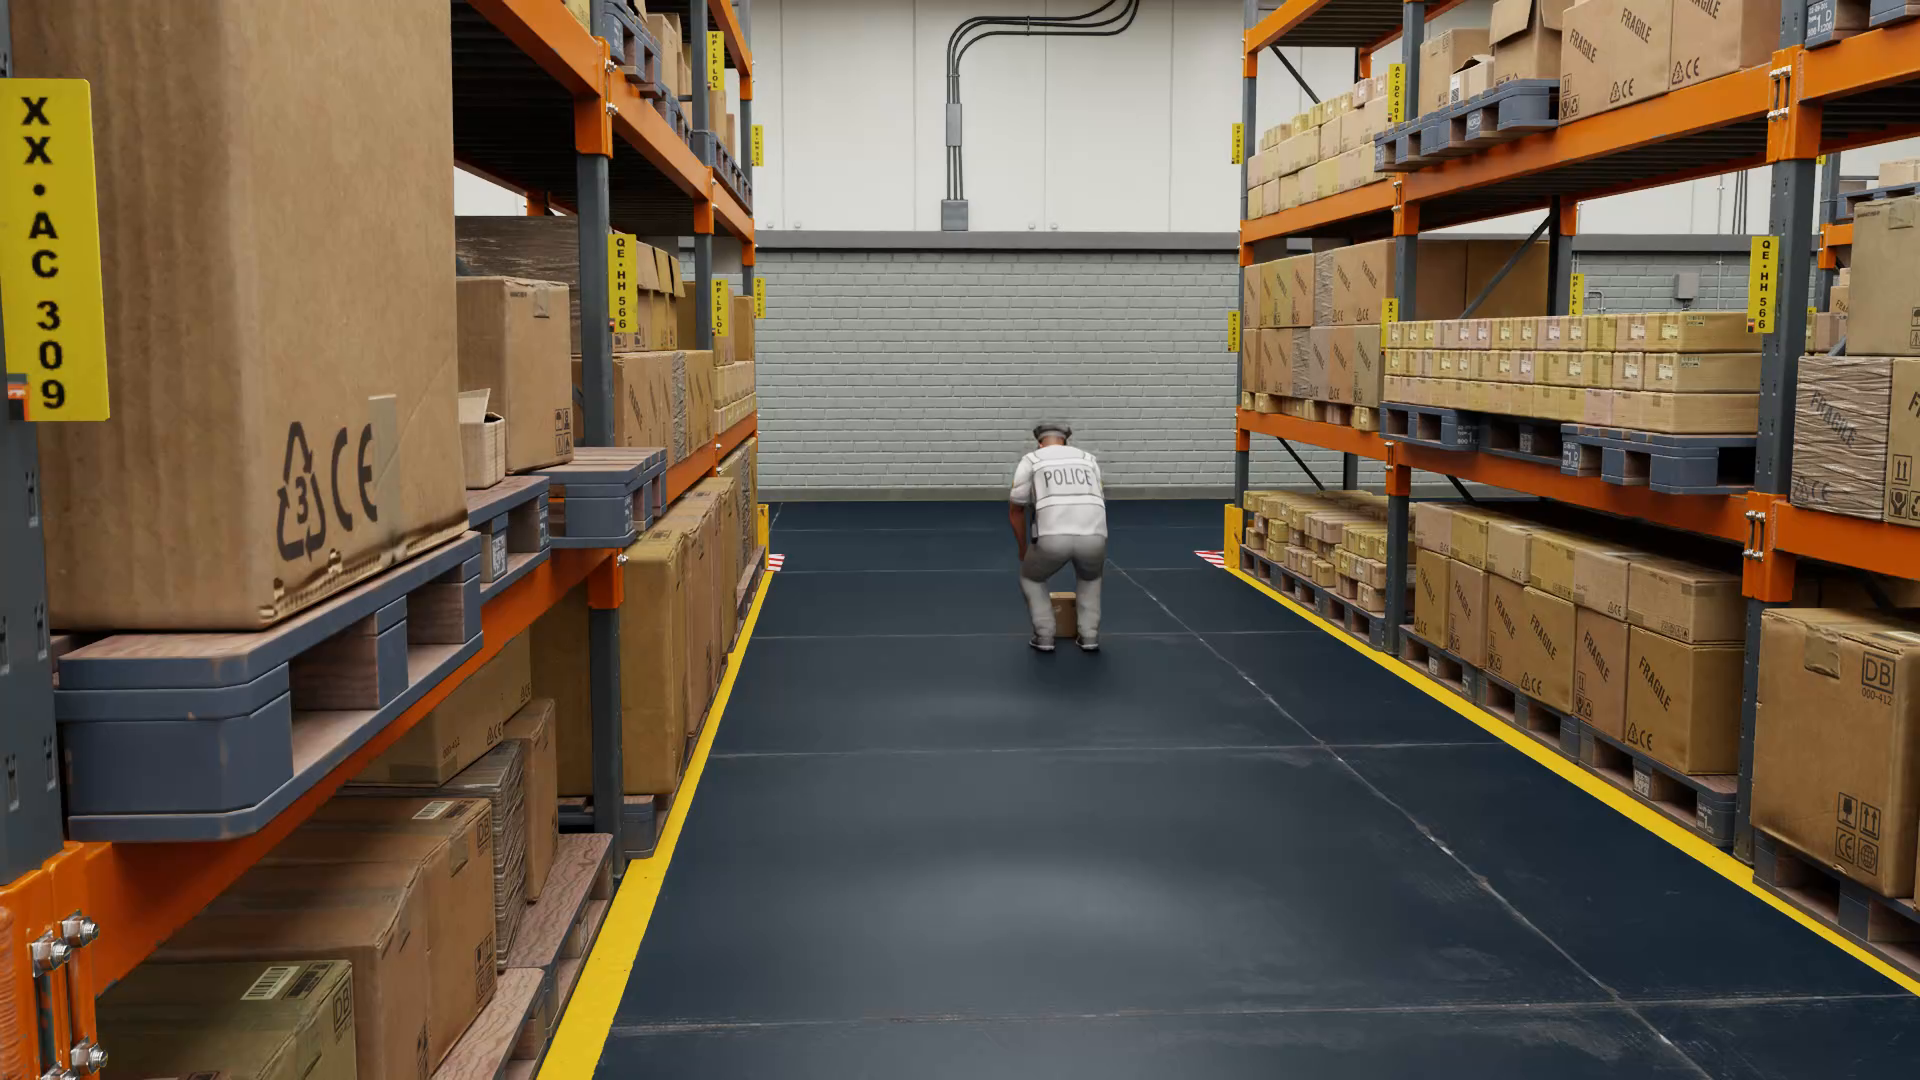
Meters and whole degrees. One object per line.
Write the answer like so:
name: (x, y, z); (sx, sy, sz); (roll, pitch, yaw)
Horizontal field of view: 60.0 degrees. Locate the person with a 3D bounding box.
person: (0.599, -0.020, 10.100); (0.589, 1.351, 0.841); (0, 7, -4)
